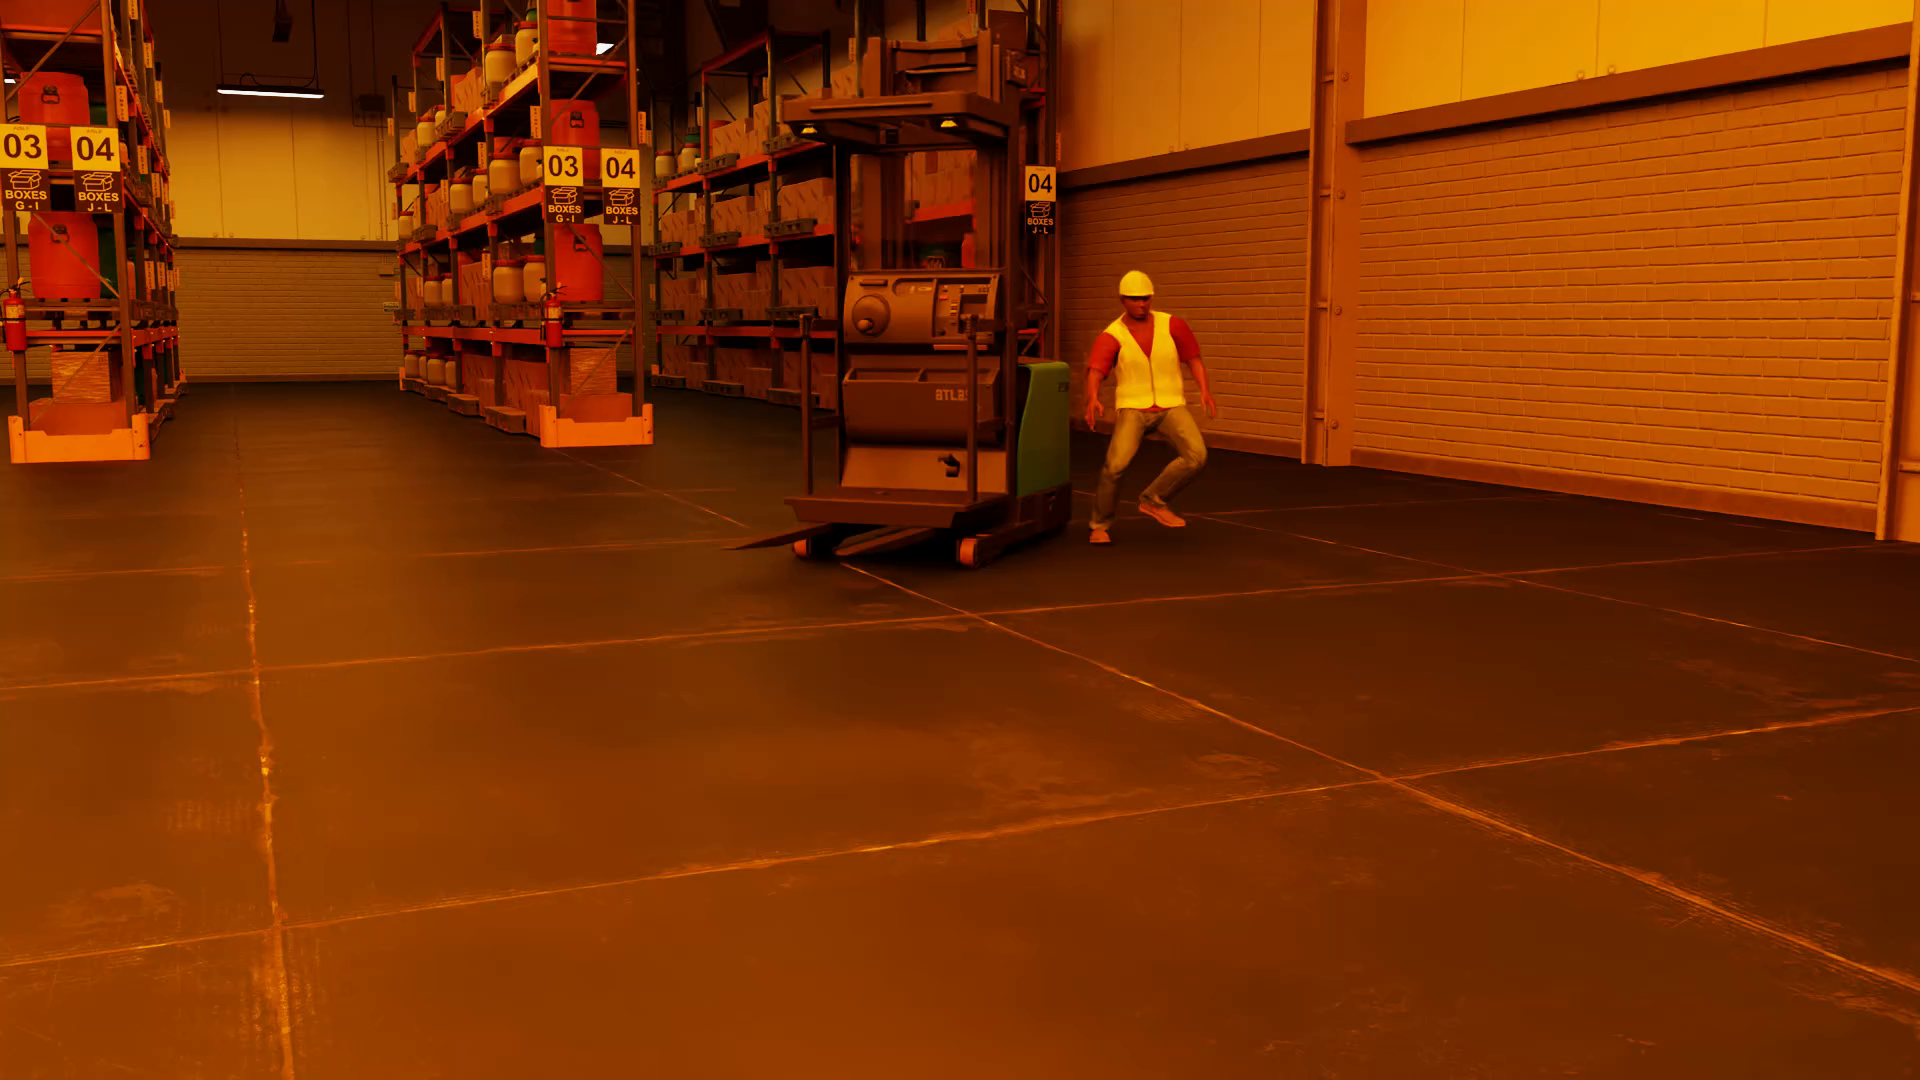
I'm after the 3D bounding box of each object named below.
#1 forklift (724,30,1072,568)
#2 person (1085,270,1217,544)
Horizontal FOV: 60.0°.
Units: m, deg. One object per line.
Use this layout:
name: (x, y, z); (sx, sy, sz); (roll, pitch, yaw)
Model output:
forklift: (-0.299, -1.362, 9.269); (1.130, 2.935, 3.031); (3, 8, 21)
person: (1.114, -0.784, 9.886); (0.822, 1.630, 0.648); (-1, 8, -4)
